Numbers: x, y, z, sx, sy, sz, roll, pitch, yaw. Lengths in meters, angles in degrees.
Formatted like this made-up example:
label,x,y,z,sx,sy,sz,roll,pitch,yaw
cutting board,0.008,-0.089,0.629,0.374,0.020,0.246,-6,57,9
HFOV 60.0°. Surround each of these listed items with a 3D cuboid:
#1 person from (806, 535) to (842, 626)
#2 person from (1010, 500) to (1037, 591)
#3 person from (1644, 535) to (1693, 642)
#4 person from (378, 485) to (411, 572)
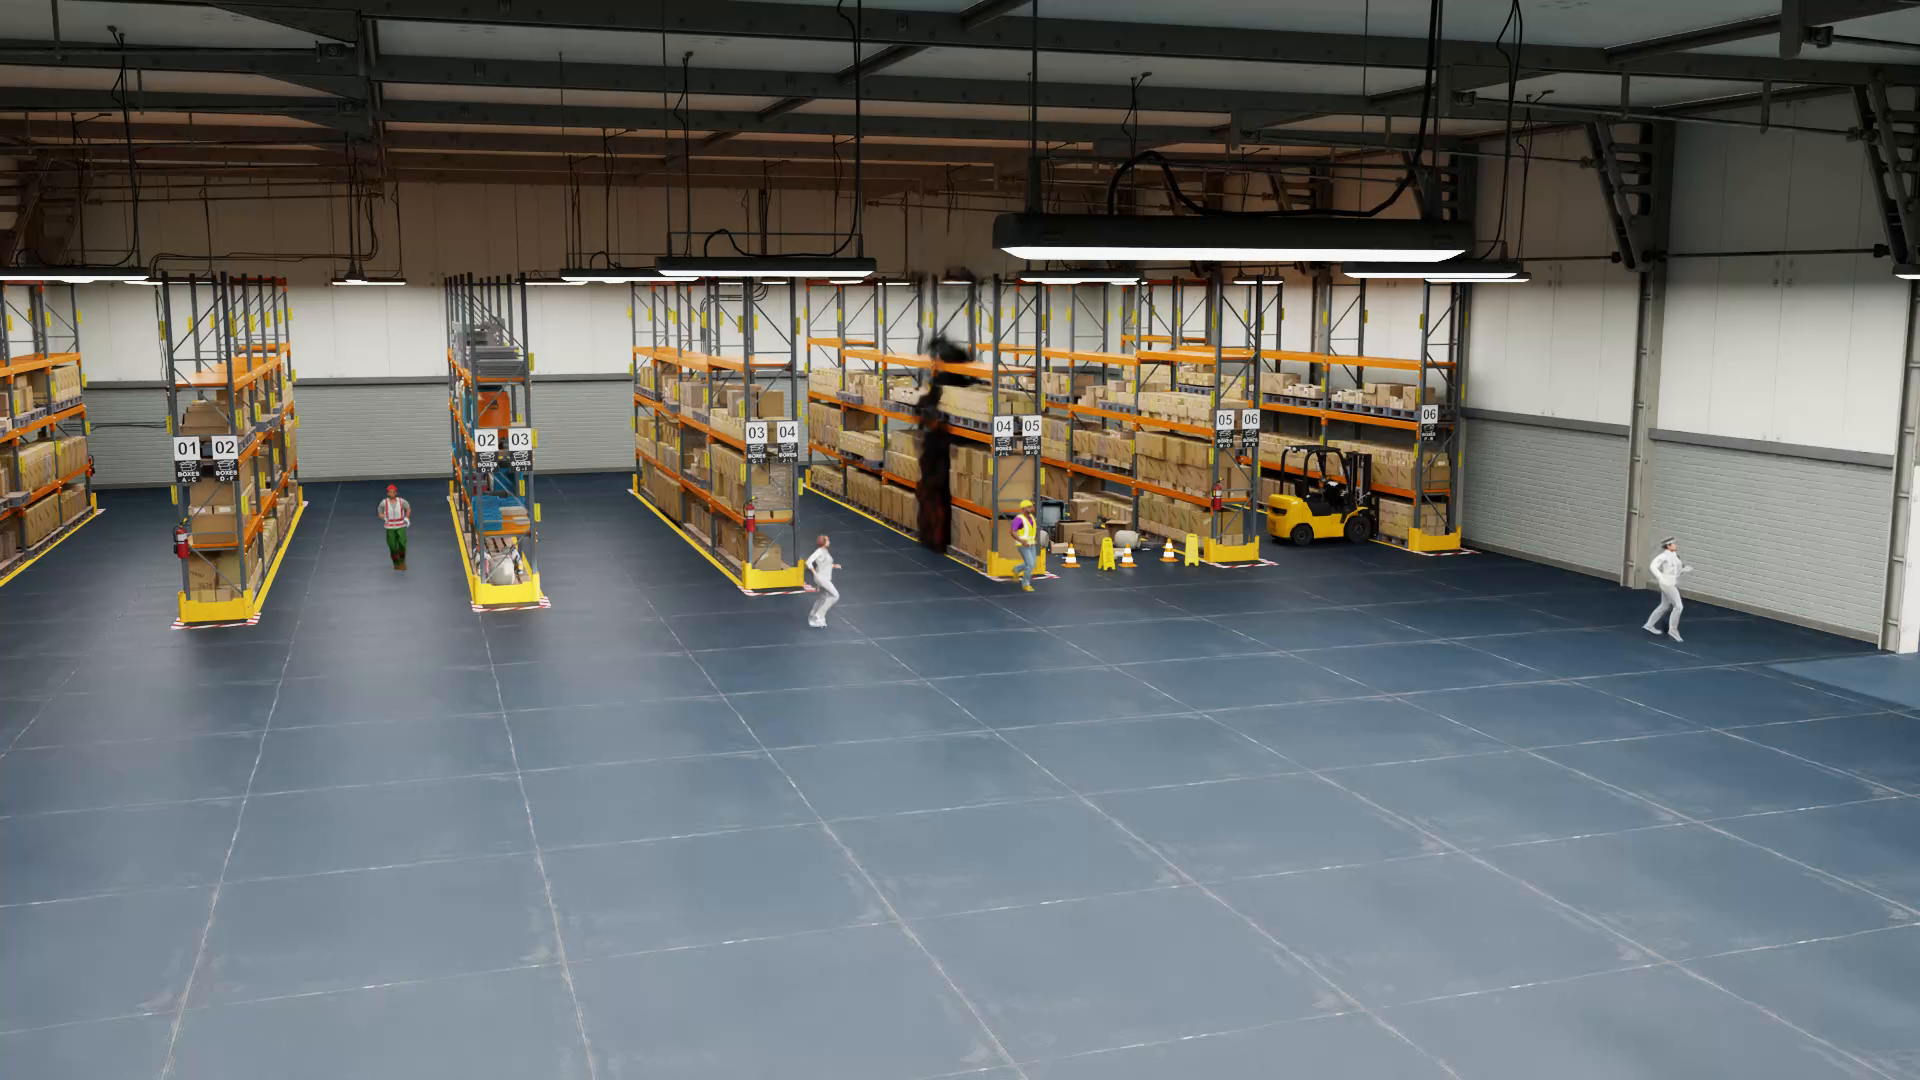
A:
label,x,y,z,sx,sy,sz,roll,pitch,yaw
person,-2.293,0.690,28.220,0.600,1.568,0.522,0,9,2
person,1.204,0.084,31.872,0.630,1.730,0.737,6,11,36
person,11.634,0.783,27.310,0.709,1.753,0.593,6,10,34
person,-11.445,-0.227,33.710,0.628,1.784,0.692,-3,9,-19
